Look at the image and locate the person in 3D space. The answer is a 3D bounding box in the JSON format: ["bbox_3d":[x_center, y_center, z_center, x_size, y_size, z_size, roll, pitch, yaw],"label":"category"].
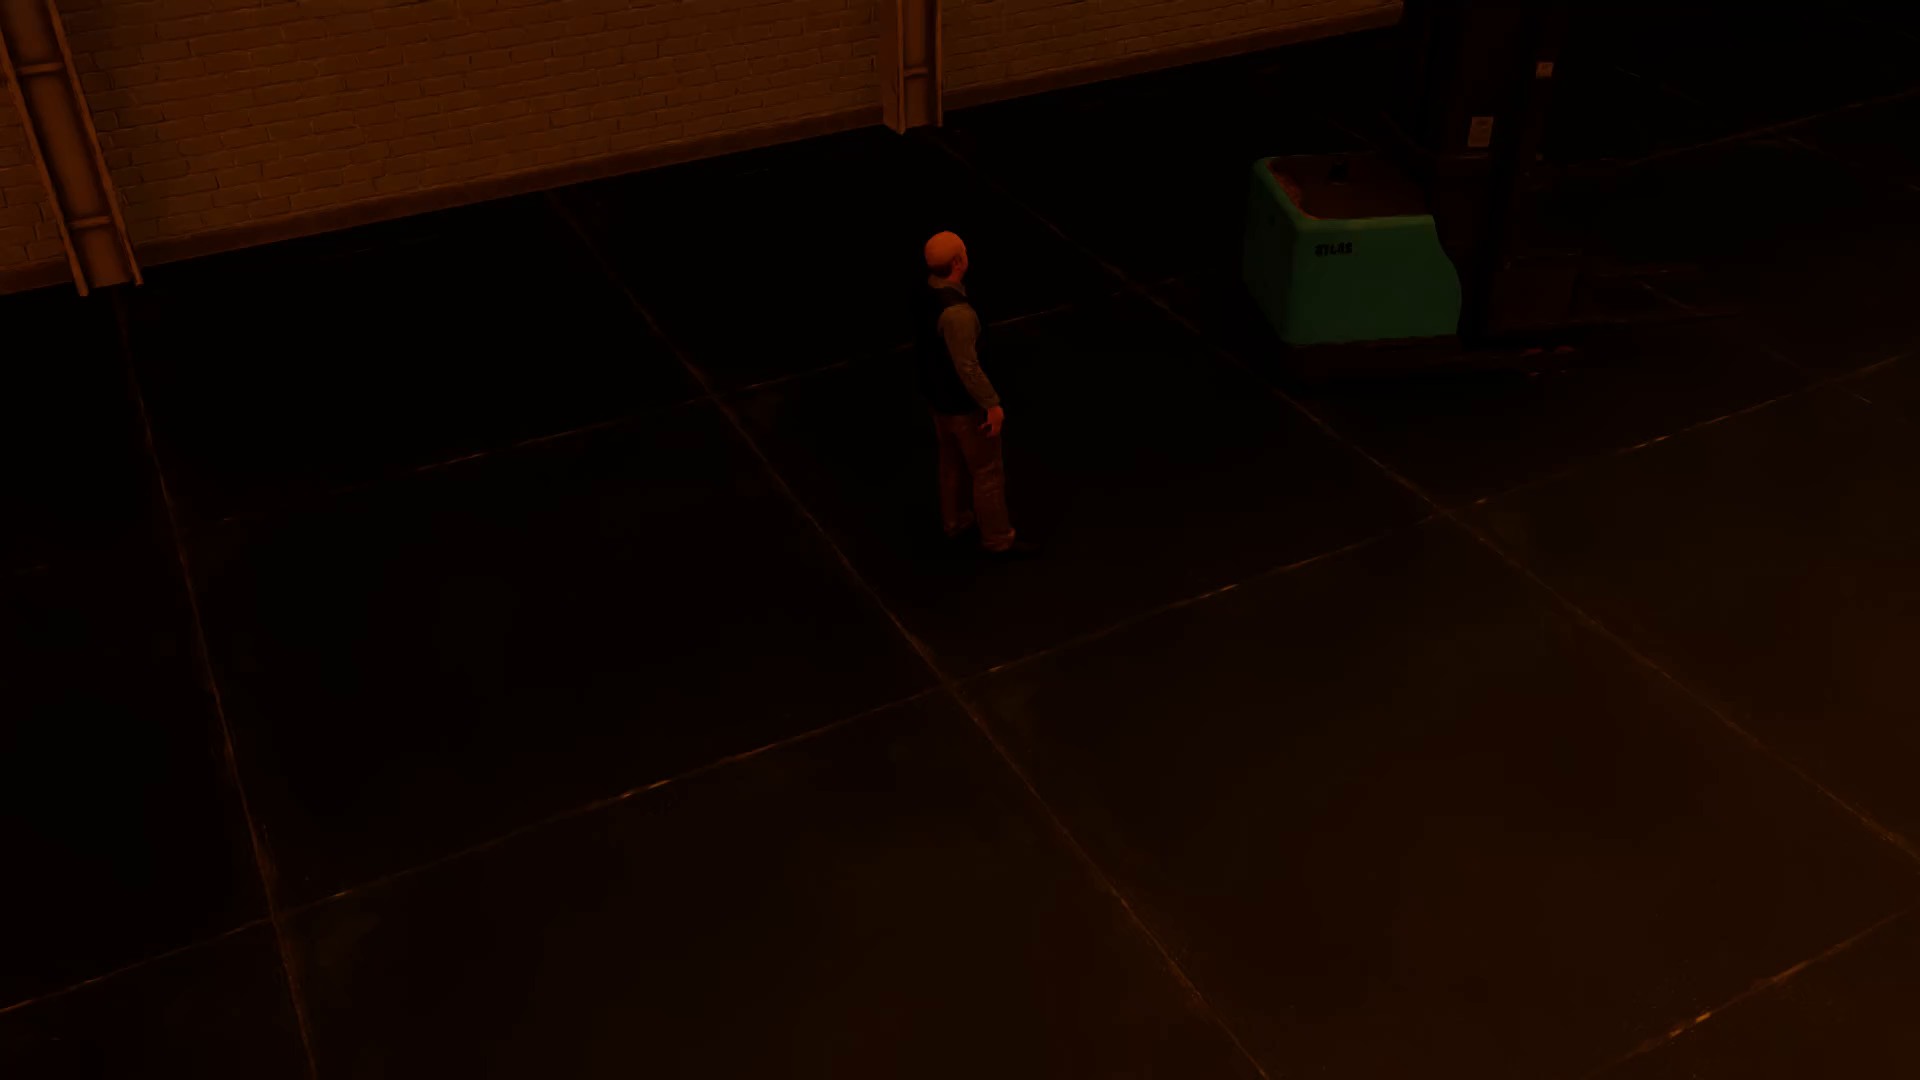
[{"bbox_3d":[0.059,-0.721,8.179,0.567,1.720,0.632,-17,39,-23],"label":"person"}]

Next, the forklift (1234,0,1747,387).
[{"bbox_3d":[3.315,-2.491,9.647,3.031,2.935,1.130,-5,36,-7],"label":"forklift"}]
